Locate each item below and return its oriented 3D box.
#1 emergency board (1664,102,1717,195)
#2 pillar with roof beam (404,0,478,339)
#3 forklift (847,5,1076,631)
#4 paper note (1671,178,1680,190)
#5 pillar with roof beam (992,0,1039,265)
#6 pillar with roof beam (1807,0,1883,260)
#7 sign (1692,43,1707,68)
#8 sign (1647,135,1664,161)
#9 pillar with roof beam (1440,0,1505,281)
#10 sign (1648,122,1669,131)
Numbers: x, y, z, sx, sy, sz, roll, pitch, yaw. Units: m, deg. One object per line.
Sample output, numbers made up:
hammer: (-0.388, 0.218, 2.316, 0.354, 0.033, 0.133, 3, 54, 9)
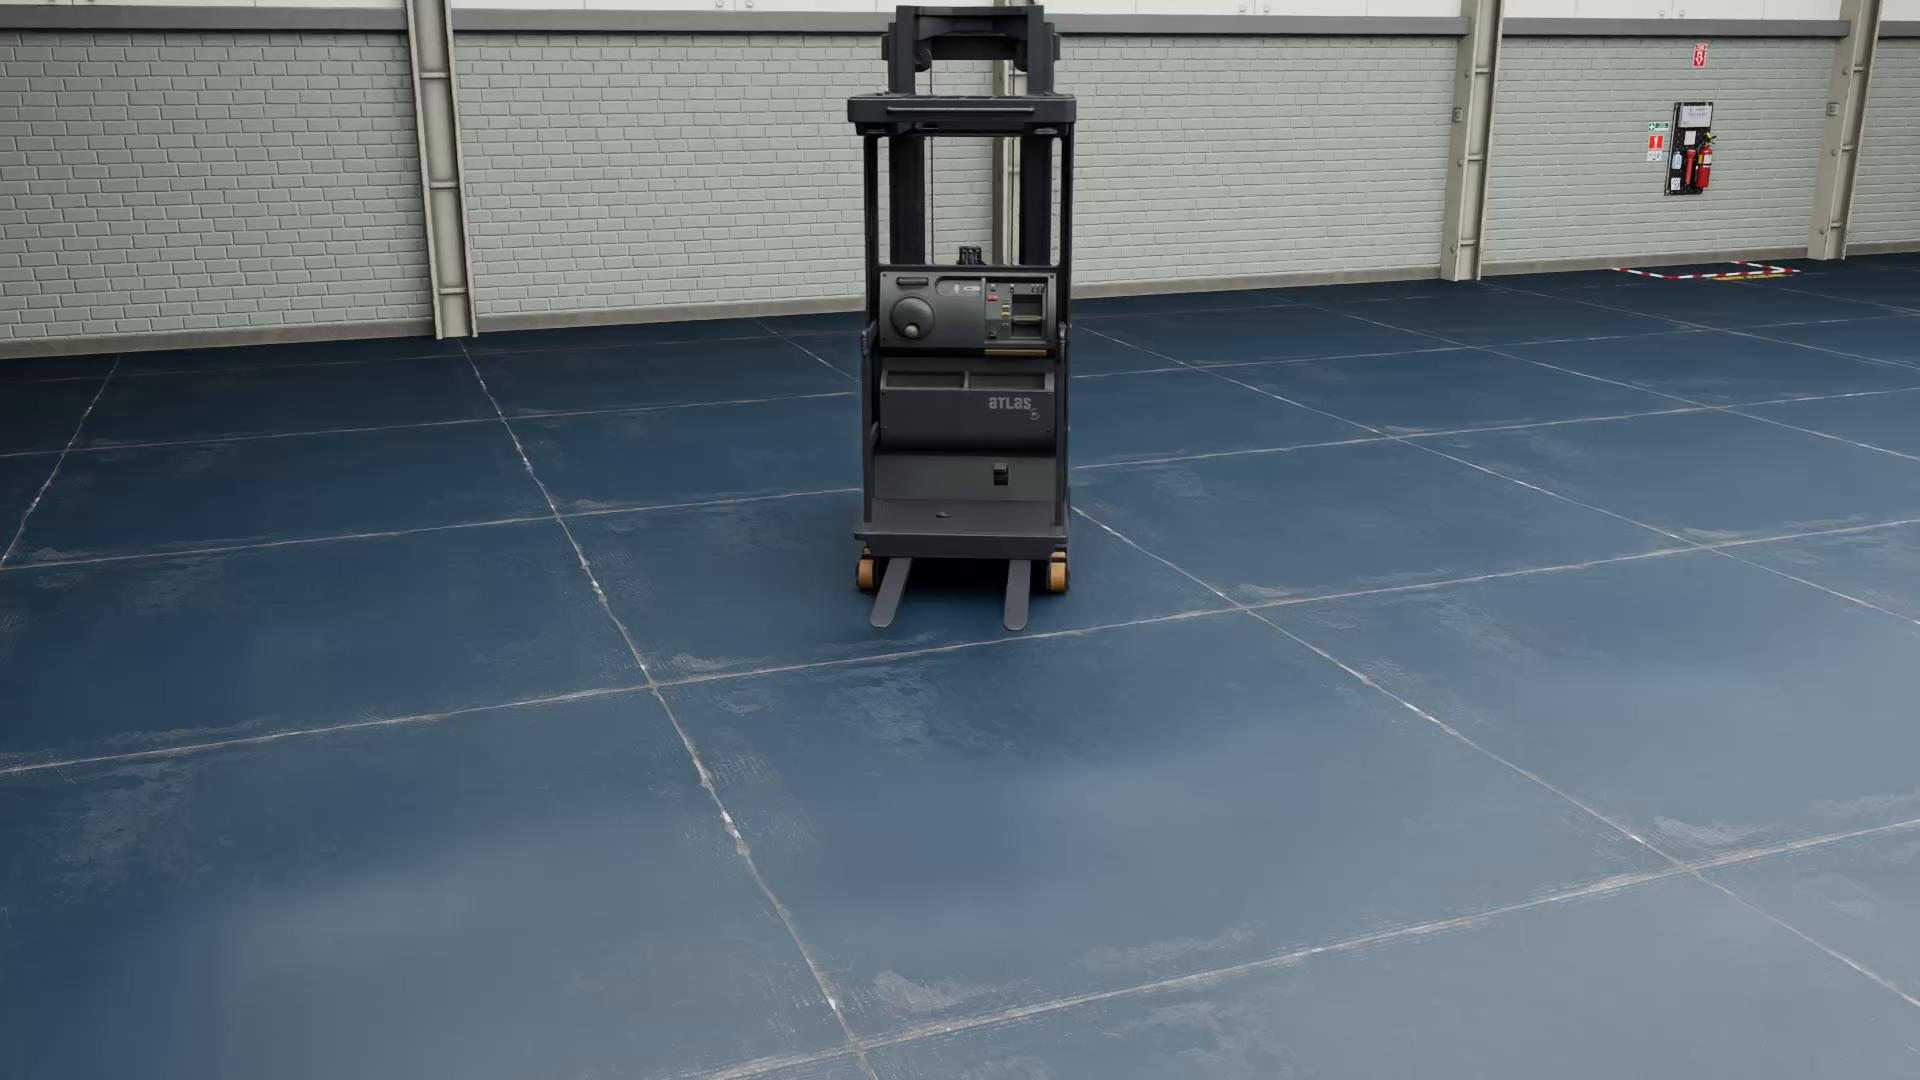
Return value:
emergency board: (9.482, -5.045, 21.455, 0.643, 1.169, 0.194, -6, 17, -20)
pillar with roof beam: (-3.465, -5.215, 11.387, 0.400, 9.000, 9.100, -6, 17, -20)
forklift: (0.030, -1.223, 8.560, 1.130, 2.935, 3.031, 1, 16, 3)
paper note: (9.292, -4.623, 21.581, 0.142, 0.148, 0.016, -6, 17, -20)
pillar with roof beam: (2.138, -5.820, 13.447, 0.400, 9.000, 9.100, -6, 17, -20)
pillar with roof beam: (13.343, -7.030, 17.567, 0.400, 9.000, 9.100, -6, 17, -20)
sign: (9.438, -6.183, 21.215, 0.199, 0.298, 0.001, -6, 17, -20)
sign: (8.928, -5.034, 21.353, 0.234, 0.329, 0.001, -6, 17, -20)
pillar with roof beam: (7.741, -6.425, 15.507, 0.400, 9.000, 9.100, -6, 17, -20)
sign: (8.936, -5.286, 21.272, 0.331, 0.109, 0.001, -6, 17, -20)
